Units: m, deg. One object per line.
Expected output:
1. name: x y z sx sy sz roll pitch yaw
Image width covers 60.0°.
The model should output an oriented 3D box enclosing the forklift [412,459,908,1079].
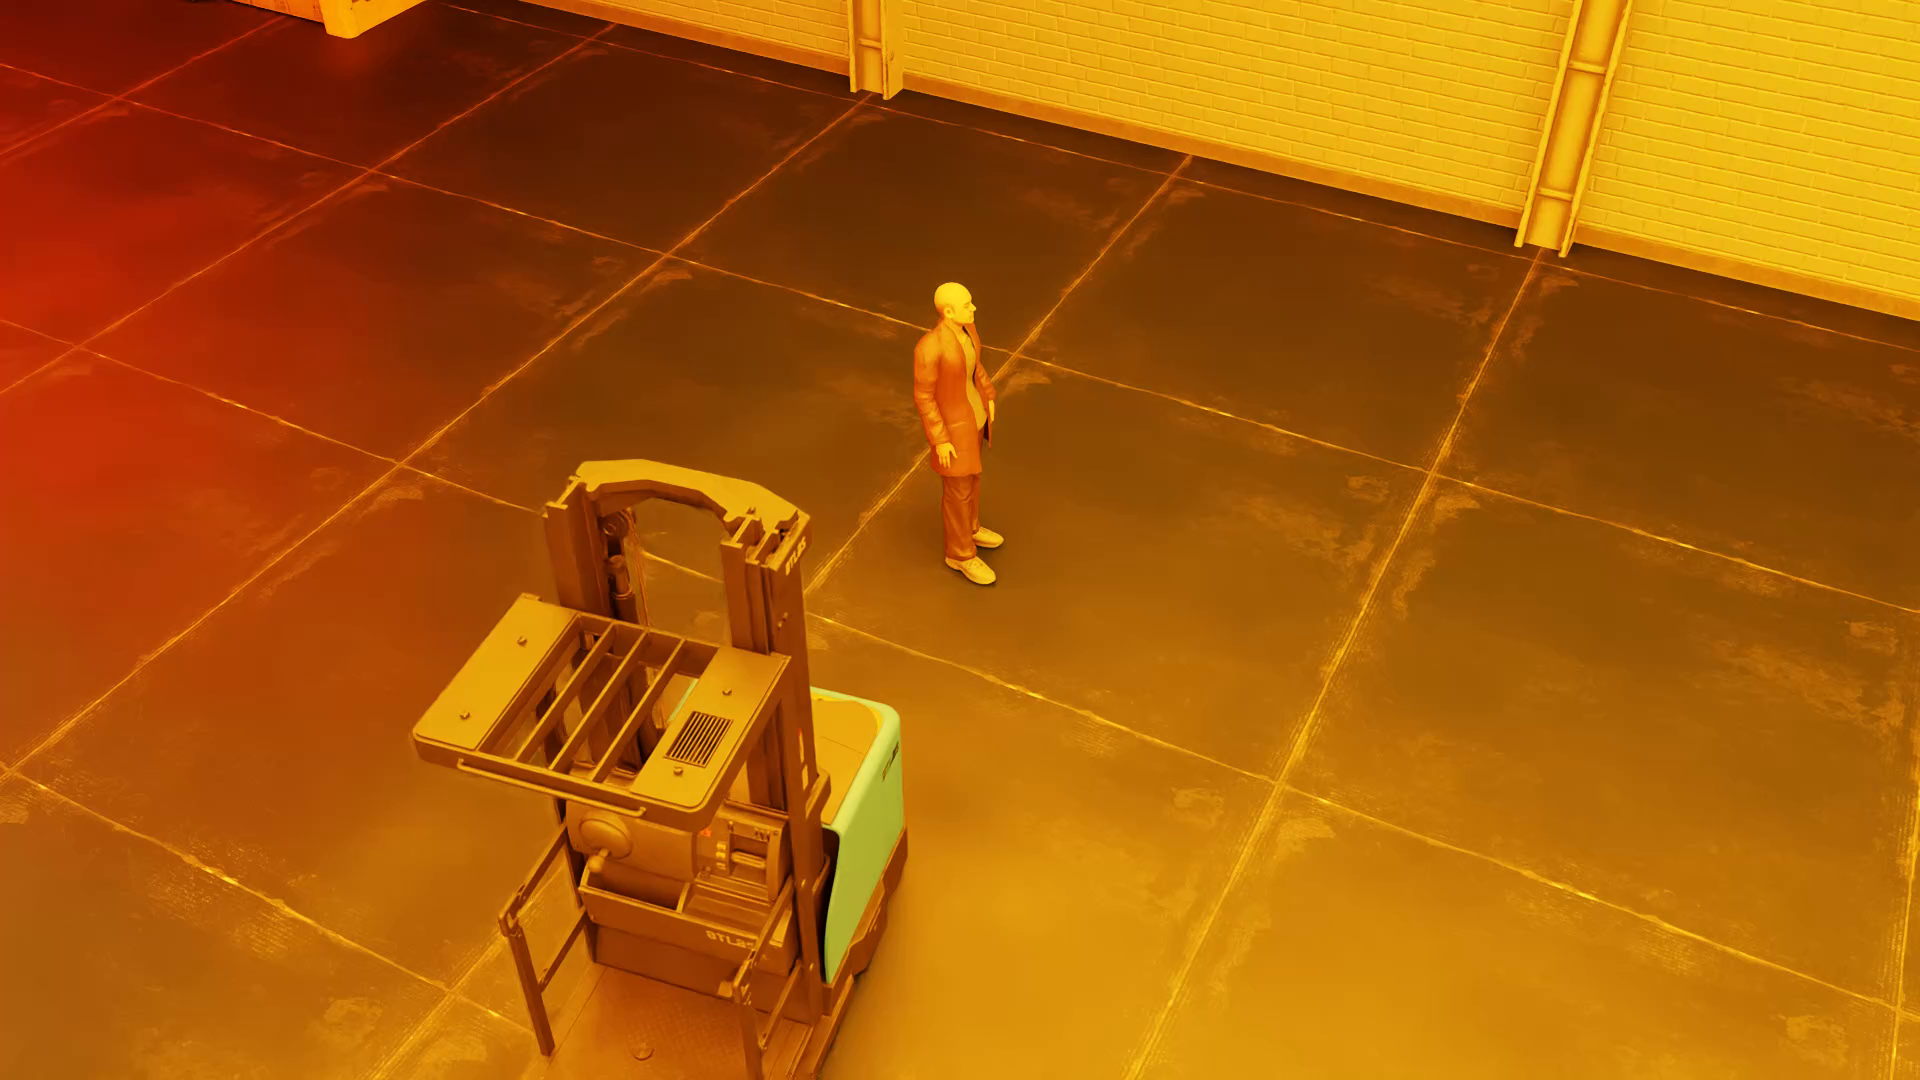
1. forklift: -1.208 1.276 6.472 1.130 2.935 3.031 12 42 14

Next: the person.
1. person: 0.078 -0.656 9.649 0.582 1.776 0.696 18 43 21
